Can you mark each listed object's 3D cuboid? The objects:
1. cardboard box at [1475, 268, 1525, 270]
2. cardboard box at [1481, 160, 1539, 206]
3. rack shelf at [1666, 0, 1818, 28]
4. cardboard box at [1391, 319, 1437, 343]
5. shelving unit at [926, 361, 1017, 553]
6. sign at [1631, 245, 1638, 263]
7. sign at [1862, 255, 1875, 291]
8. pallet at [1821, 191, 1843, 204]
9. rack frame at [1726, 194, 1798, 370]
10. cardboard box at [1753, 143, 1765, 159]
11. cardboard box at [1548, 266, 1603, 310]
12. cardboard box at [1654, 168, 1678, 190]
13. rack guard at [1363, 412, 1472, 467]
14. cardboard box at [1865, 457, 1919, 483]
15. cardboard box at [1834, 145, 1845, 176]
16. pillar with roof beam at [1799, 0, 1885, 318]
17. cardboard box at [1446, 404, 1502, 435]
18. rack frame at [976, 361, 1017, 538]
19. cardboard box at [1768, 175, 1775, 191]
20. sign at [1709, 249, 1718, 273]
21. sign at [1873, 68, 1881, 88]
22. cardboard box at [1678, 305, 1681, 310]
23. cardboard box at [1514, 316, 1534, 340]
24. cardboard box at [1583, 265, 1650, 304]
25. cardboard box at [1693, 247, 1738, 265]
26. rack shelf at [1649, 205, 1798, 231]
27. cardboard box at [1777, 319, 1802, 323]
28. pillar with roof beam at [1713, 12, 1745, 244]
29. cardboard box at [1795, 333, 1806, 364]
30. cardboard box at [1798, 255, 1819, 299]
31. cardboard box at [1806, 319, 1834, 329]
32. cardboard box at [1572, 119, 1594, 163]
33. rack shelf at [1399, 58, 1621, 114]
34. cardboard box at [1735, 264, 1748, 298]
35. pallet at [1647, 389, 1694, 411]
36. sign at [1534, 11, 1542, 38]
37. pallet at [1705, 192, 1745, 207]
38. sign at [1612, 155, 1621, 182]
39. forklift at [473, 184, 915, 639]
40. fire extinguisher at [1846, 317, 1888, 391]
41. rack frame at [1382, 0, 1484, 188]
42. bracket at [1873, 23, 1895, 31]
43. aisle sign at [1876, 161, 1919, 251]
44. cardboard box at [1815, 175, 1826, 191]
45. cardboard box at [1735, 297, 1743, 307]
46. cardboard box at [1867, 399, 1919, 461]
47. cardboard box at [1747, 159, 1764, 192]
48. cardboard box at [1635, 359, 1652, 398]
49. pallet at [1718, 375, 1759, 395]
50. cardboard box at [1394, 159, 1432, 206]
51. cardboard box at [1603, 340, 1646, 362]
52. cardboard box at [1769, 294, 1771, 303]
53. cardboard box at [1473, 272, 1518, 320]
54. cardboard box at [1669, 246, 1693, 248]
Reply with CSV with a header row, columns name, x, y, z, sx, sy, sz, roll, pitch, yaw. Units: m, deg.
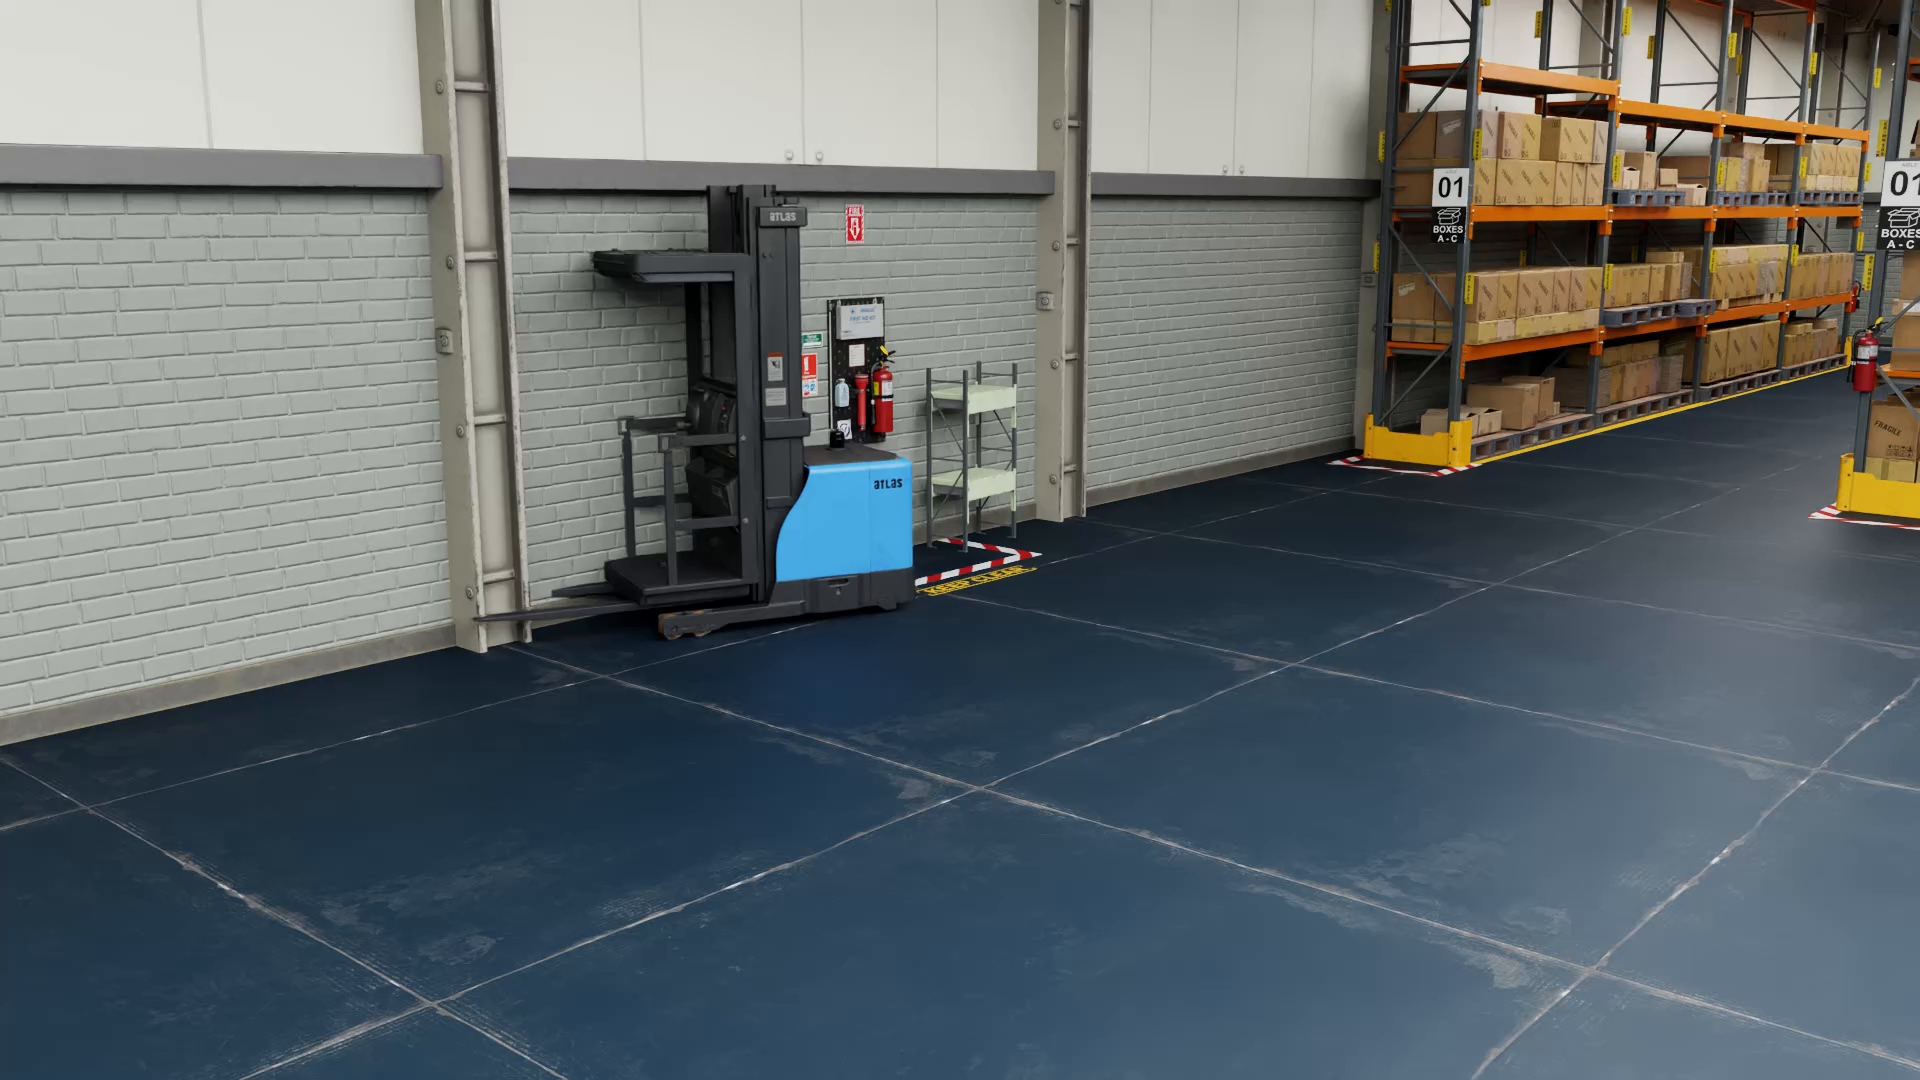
name,x,y,z,sx,sy,sz,roll,pitch,yaw
cardboard box,6.561,-3.052,20.248,0.500,0.500,0.500,10,15,42
cardboard box,6.195,-4.047,18.852,0.500,0.500,0.500,11,16,43
rack shelf,11.666,-8.040,24.839,1.077,0.370,4.000,10,15,40
cardboard box,5.228,-2.380,18.798,0.500,0.250,0.500,10,15,41
shelving unit,0.103,-0.714,13.957,0.431,1.500,0.755,8,14,34
sign,9.927,-4.166,24.452,0.100,0.325,0.005,10,15,40
sign,8.390,-2.466,15.337,0.100,0.325,0.005,10,15,40
pallet,14.340,-5.840,28.361,1.003,0.211,1.213,10,15,40
rack frame,12.987,-4.115,27.155,1.000,3.000,0.127,10,15,40
cardboard box,12.307,-6.106,26.172,0.500,0.250,0.500,-11,16,-43
cardboard box,7.626,-3.132,20.653,0.500,0.500,0.500,10,15,40
cardboard box,9.421,-4.879,23.008,0.637,0.503,0.797,-10,15,-40
rack guard,5.115,-1.135,18.617,1.175,0.500,0.348,10,15,40
cardboard box,8.921,-0.684,15.926,0.500,0.250,0.500,10,15,40
cardboard box,14.672,-6.431,28.231,0.500,0.500,0.500,9,14,38
pillar with roof beam,19.993,-7.598,29.276,9.100,9.000,0.548,10,15,40
cardboard box,5.966,-1.421,19.407,0.500,0.311,0.500,-11,15,-43
rack frame,0.312,-0.773,14.251,0.400,1.500,0.023,8,14,34
cardboard box,13.262,-5.898,27.481,0.500,0.250,0.500,10,15,41
sign,10.760,-3.987,23.759,0.100,0.325,0.005,10,15,40
sign,16.025,-8.070,29.053,0.100,0.325,0.005,10,15,40
cardboard box,10.737,-3.432,24.324,0.380,0.149,0.250,9,15,40
cardboard box,6.299,-2.469,19.246,0.500,0.250,0.500,9,15,39
cardboard box,8.853,-3.455,22.475,0.500,0.500,0.700,-10,15,-40
cardboard box,11.194,-4.212,24.658,0.500,0.250,0.500,9,15,40
rack shelf,11.666,-4.939,25.459,1.077,0.370,4.000,10,15,40
cardboard box,14.506,-3.781,29.138,0.380,0.149,0.250,10,15,41
pillar with roof beam,16.033,-6.715,24.857,9.100,9.000,0.548,10,15,40
cardboard box,13.891,-3.265,28.211,0.700,0.500,0.500,10,15,40
cardboard box,13.843,-4.446,28.049,0.980,0.700,0.700,9,15,39
cardboard box,15.124,-3.806,29.260,0.380,0.149,0.250,10,15,42
cardboard box,7.223,-4.767,19.902,0.500,0.500,0.500,11,16,43
rack shelf,6.385,-5.231,19.272,1.077,0.370,4.000,10,15,40
cardboard box,11.540,-3.918,25.105,0.500,0.500,0.500,10,15,40
pallet,9.829,-2.044,23.907,1.003,0.211,1.213,10,15,40
sign,7.285,-6.486,20.923,0.100,0.325,0.005,10,15,40
pallet,10.731,-5.006,24.442,1.213,0.211,1.003,11,16,43
sign,8.118,-4.593,20.572,0.100,0.325,0.005,10,15,40
forklift,-1.869,-0.901,11.239,3.031,2.935,1.130,-6,13,-26
fire extinguisher,8.362,-1.714,15.333,0.296,0.674,0.183,10,15,40
rack frame,5.065,-5.291,17.728,1.000,3.000,0.127,10,15,40
bracket,18.475,-10.197,33.097,0.076,0.066,3.189,10,15,40
aisle sign,8.525,-3.013,14.999,0.394,0.787,0.004,10,15,40
cardboard box,13.988,-5.908,27.530,0.500,0.250,0.500,9,15,39
cardboard box,11.742,-3.659,25.461,0.380,0.149,0.250,10,15,41
cardboard box,8.919,-1.052,15.854,0.500,0.500,0.500,10,15,40
cardboard box,12.004,-5.645,25.780,0.700,0.500,0.500,9,15,39
cardboard box,9.176,-2.266,23.158,0.700,0.500,0.500,10,15,40
pallet,11.729,-2.444,25.908,1.003,0.211,1.213,10,15,40
cardboard box,5.150,-3.973,18.482,0.500,0.500,0.500,-11,16,-43
cardboard box,9.151,-2.619,23.012,0.500,0.250,0.500,10,15,40
cardboard box,12.622,-3.843,26.383,0.380,0.149,0.250,10,15,42
cardboard box,5.940,-2.756,18.770,0.500,0.500,0.500,10,15,41
cardboard box,10.795,-4.275,24.976,0.500,0.250,0.500,9,14,39
